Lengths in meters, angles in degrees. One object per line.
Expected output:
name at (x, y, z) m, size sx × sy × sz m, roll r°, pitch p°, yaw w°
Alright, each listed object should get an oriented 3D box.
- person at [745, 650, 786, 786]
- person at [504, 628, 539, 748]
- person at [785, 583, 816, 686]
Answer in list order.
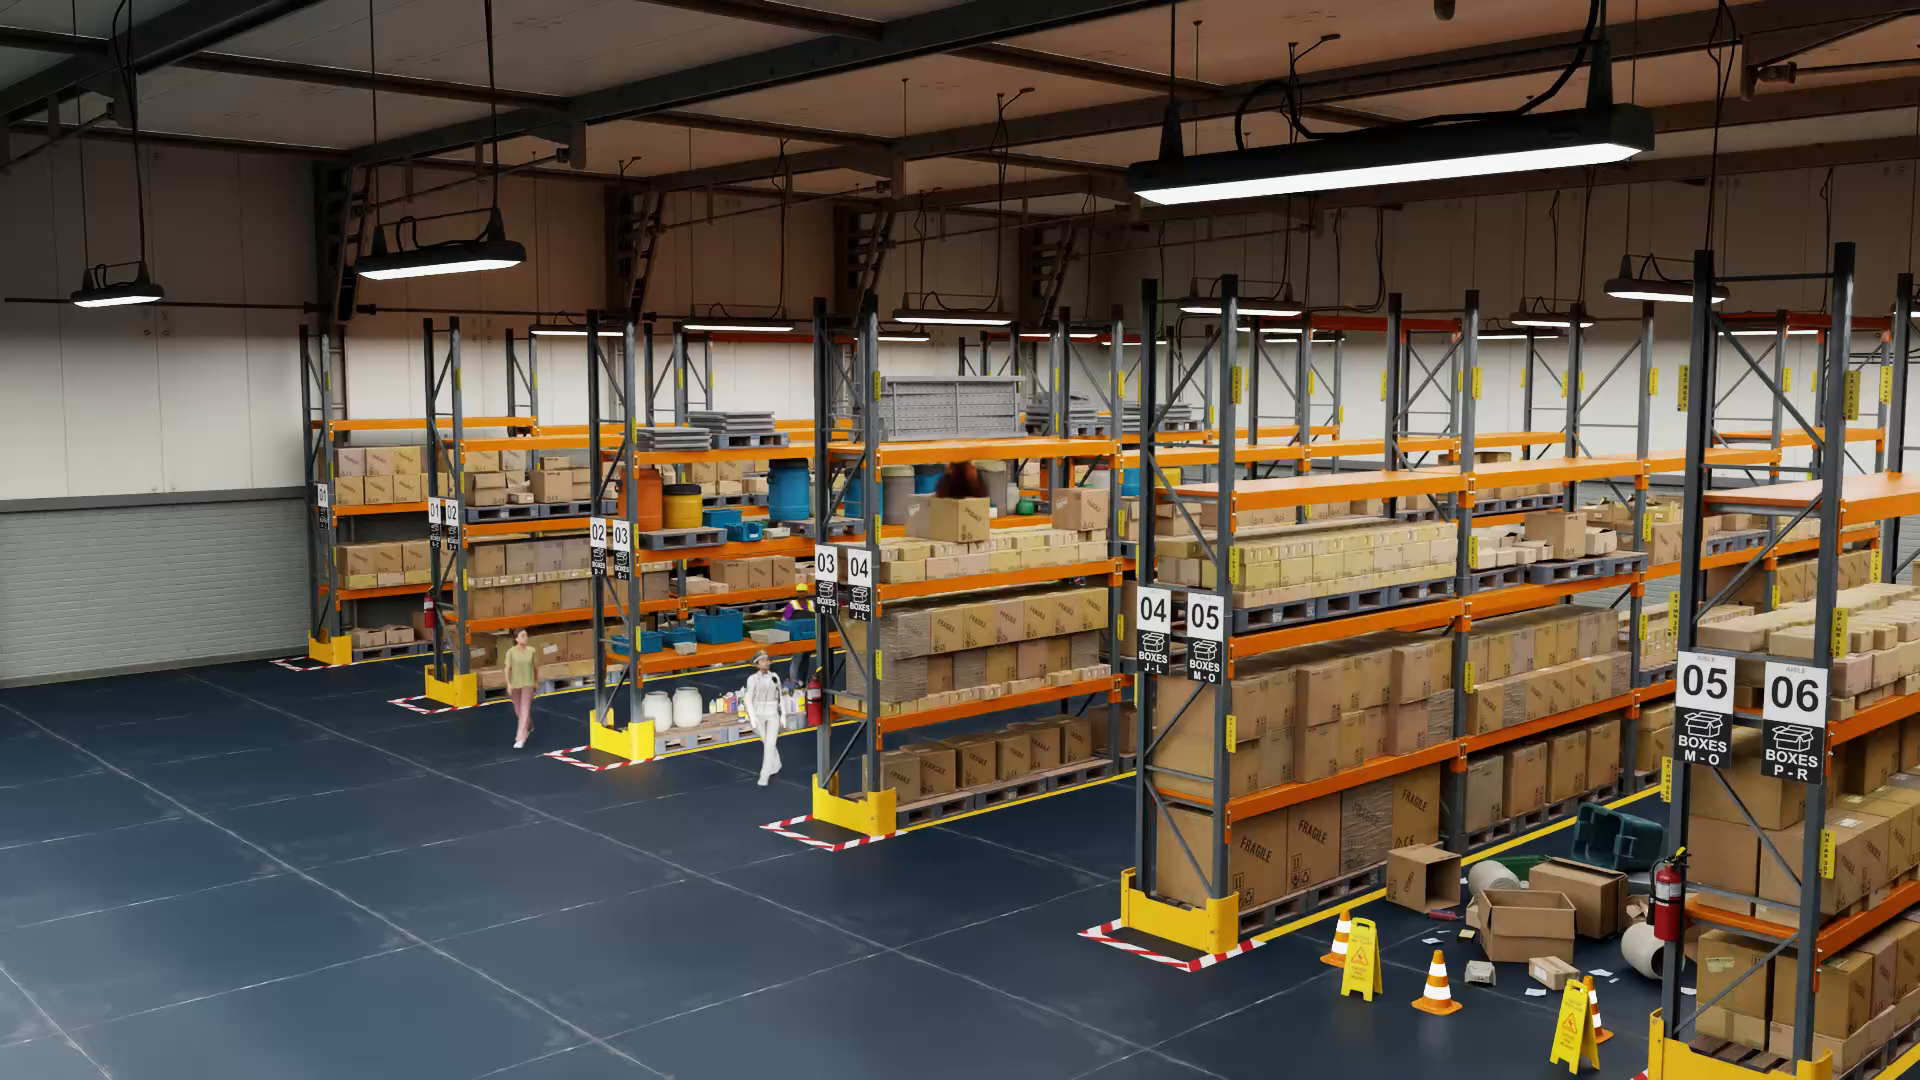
person at (-2.490, 2.211, 21.000) m, size 0.463 × 1.626 × 1.023 m, roll 2°, pitch 6°, yaw 17°
person at (-6.097, 2.027, 23.083) m, size 0.414 × 1.625 × 1.005 m, roll 1°, pitch 6°, yaw 7°
person at (-2.525, 1.576, 26.857) m, size 0.592 × 1.765 × 0.488 m, roll -5°, pitch 8°, yaw -41°
